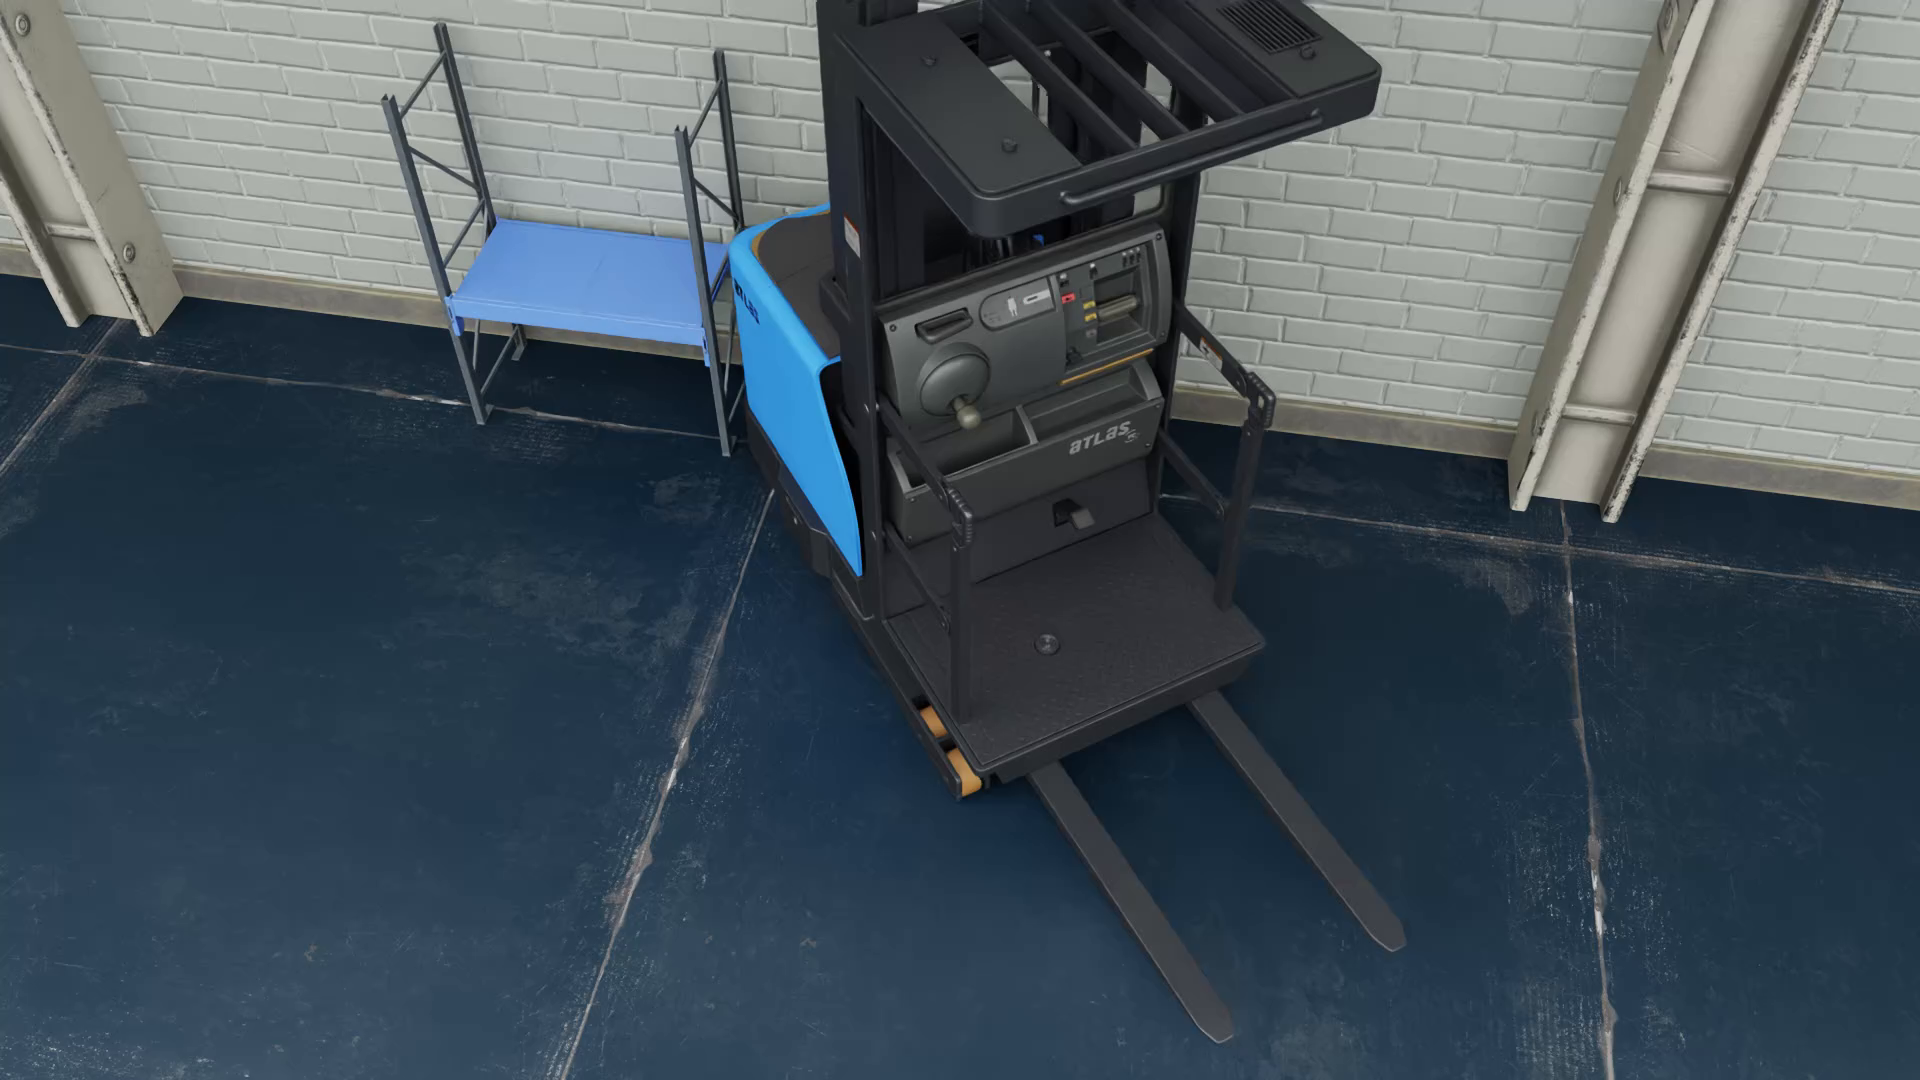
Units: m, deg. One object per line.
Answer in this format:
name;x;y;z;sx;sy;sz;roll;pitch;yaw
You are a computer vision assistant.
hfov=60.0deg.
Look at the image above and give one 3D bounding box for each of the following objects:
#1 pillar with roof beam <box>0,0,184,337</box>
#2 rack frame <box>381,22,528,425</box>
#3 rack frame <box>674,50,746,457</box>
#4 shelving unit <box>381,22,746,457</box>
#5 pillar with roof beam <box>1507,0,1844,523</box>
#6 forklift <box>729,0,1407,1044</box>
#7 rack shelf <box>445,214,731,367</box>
pillar with roof beam;-4.343;-0.854;0.967;0.400;9.000;9.100;8;49;7
rack frame;-1.877;-1.147;6.272;0.032;1.500;0.500;8;49;7
rack frame;-0.876;-1.013;6.152;0.032;1.500;0.500;8;49;7
shelving unit;-1.376;-1.080;6.212;1.048;1.500;0.538;8;49;7
pillar with roof beam;1.561;-0.060;0.254;0.400;9.000;9.100;8;49;7
forklift;0.314;-0.524;4.750;1.130;2.935;3.031;-21;52;-18
rack shelf;-1.376;-0.960;6.346;1.000;0.185;0.538;8;49;7
